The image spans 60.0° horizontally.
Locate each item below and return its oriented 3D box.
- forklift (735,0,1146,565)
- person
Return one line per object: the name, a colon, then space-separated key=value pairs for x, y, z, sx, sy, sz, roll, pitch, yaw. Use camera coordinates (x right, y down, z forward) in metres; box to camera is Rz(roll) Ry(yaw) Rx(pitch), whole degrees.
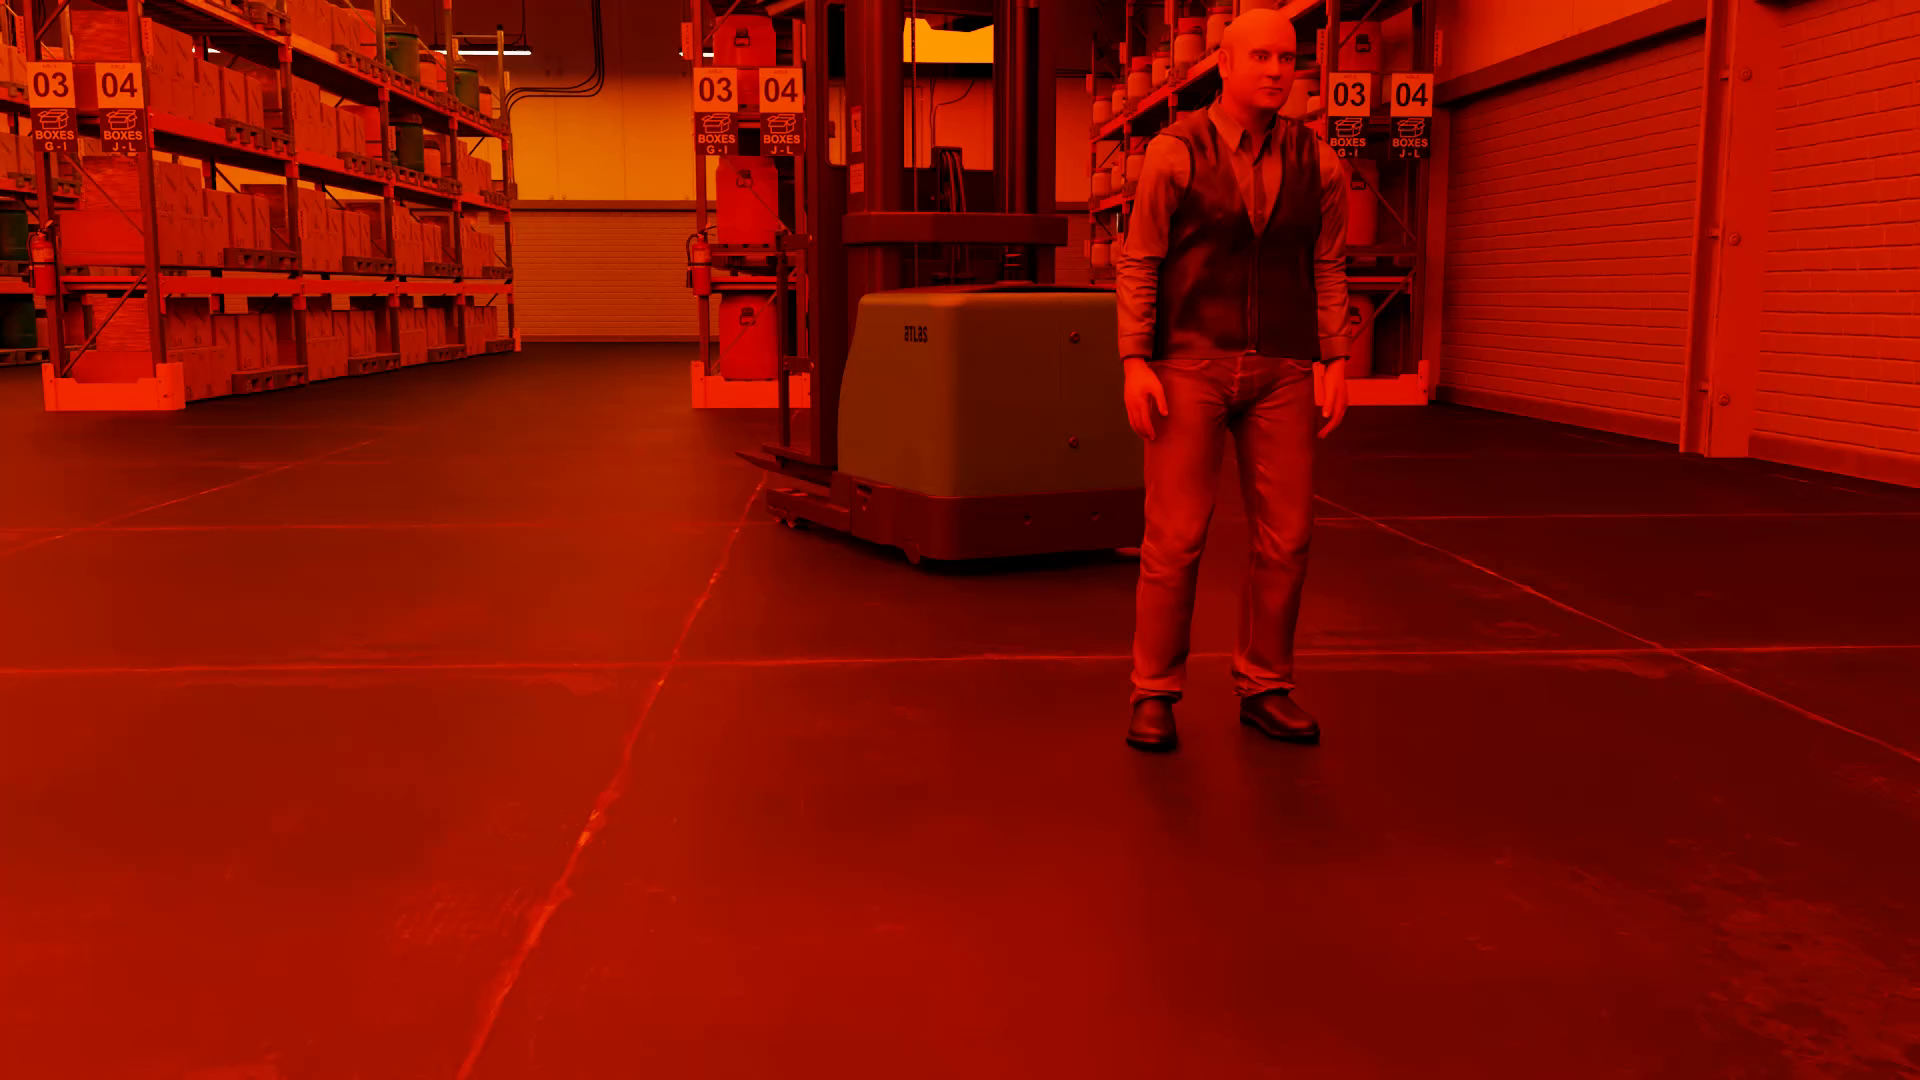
forklift: x=-0.264 y=-1.530 z=7.637 sx=1.130 sy=2.935 sz=3.031 roll=-4 pitch=9 yaw=-25
person: x=0.659 y=-0.382 z=4.027 sx=0.584 sy=1.720 sz=0.412 roll=-2 pitch=9 yaw=-11
